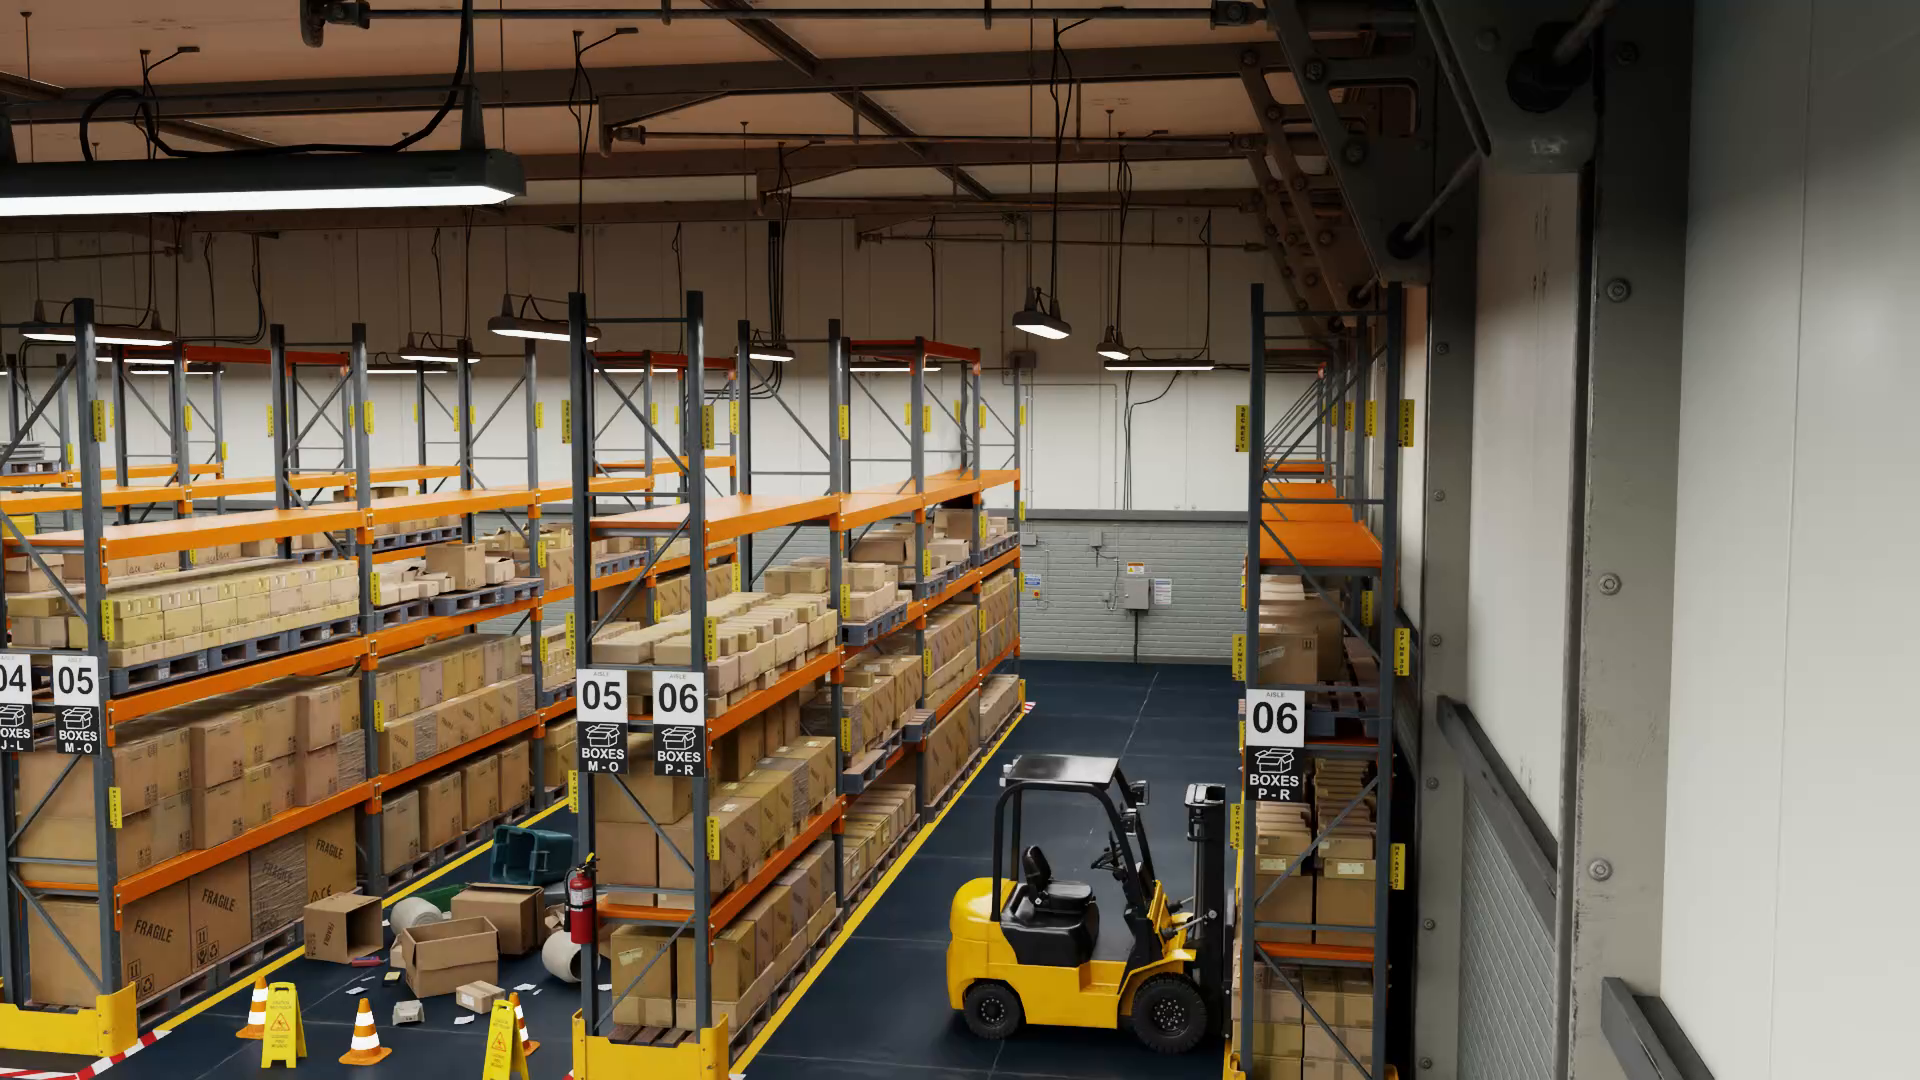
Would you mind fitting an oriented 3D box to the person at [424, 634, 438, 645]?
[{"bbox_3d":[-8.195,2.226,25.818,0.589,1.720,0.883,0,5,2],"label":"person"}]
